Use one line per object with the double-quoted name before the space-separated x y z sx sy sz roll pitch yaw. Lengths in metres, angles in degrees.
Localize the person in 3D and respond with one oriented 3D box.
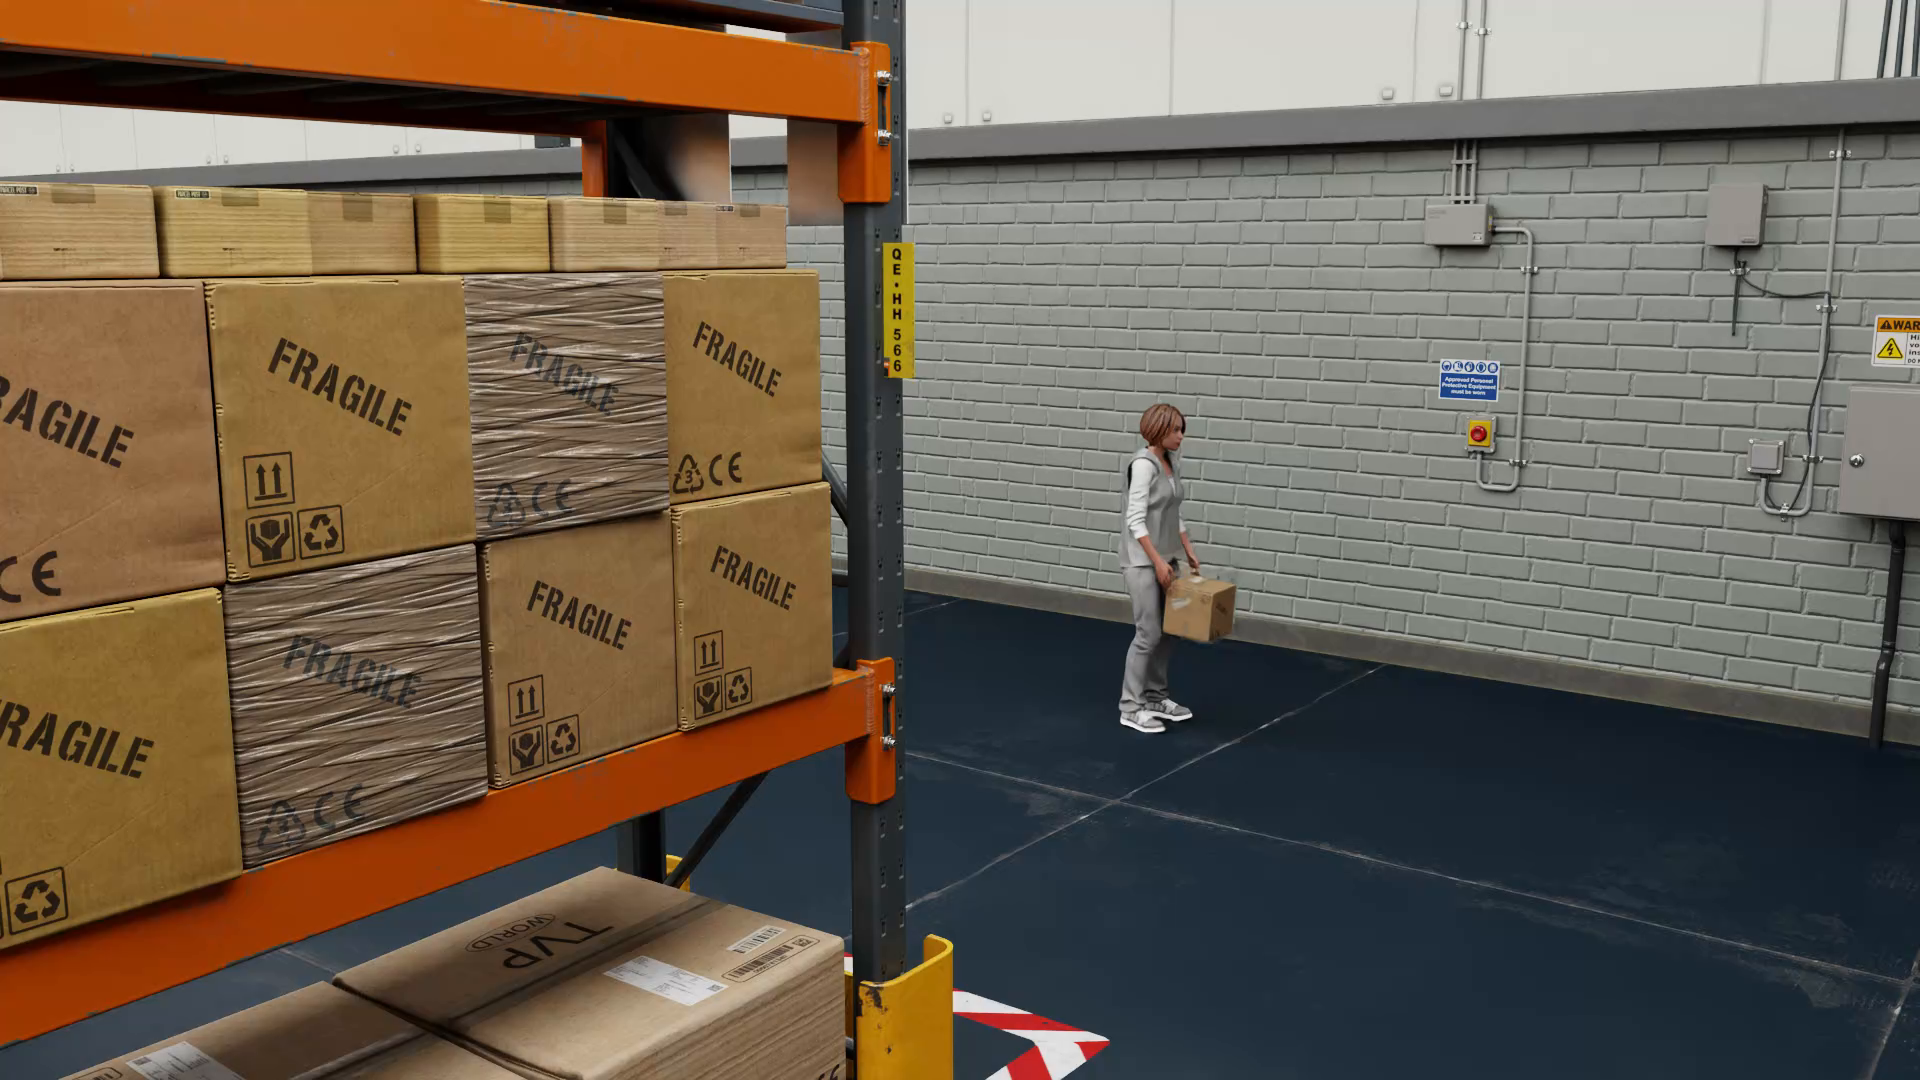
"person" 0.970 0.130 8.216 0.347 1.587 0.447 7 12 34
